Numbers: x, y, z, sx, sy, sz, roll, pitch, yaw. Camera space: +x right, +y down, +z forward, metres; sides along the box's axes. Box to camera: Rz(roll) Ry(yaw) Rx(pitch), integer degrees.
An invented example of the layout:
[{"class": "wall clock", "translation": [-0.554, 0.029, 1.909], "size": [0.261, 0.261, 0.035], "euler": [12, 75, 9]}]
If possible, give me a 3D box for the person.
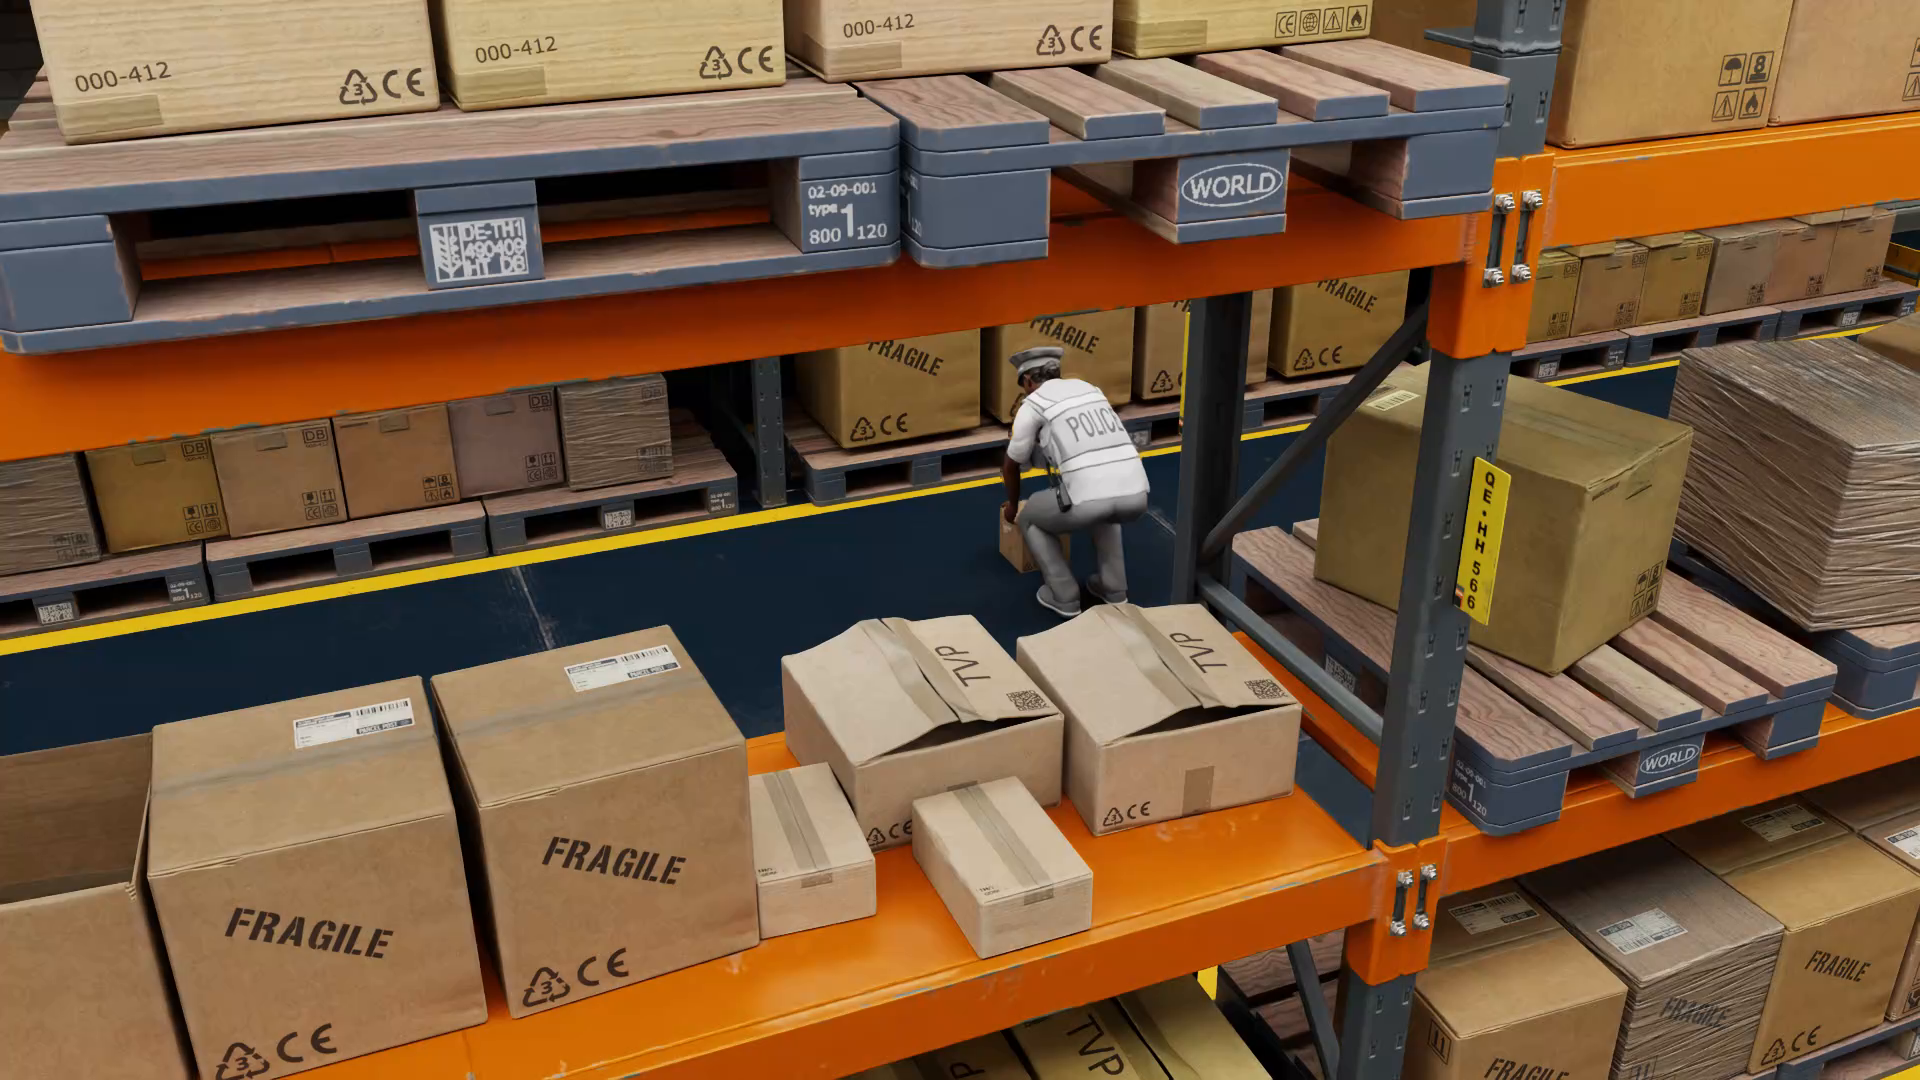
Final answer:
[{"class": "person", "translation": [0.476, -0.254, 7.269], "size": [0.498, 1.109, 0.828], "euler": [-11, 28, -21]}]
